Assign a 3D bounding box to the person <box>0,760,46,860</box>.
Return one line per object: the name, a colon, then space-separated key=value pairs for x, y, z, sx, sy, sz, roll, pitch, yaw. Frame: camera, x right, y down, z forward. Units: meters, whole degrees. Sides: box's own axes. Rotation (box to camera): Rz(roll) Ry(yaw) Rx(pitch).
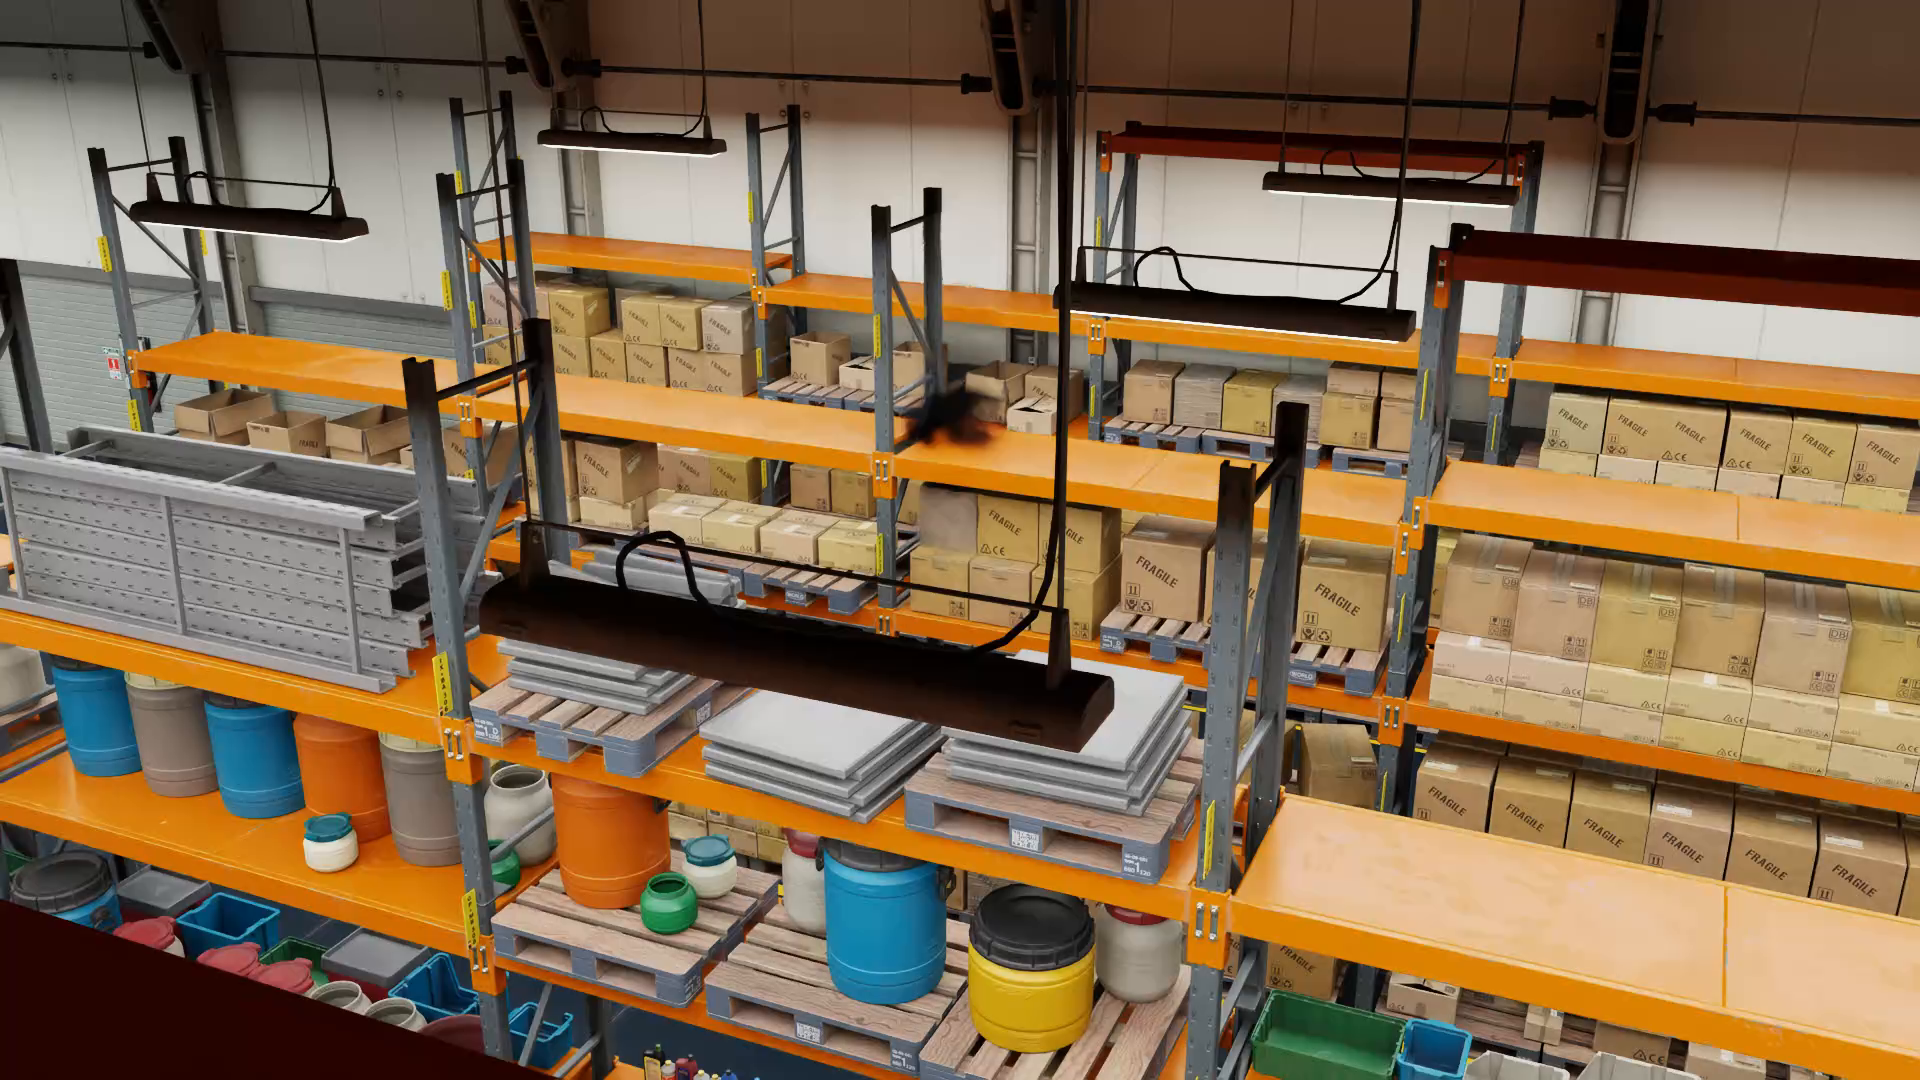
person: x=-7.929 y=2.396 z=14.049 sx=0.710 sy=1.688 sz=0.546 roll=10 pitch=23 yaw=24
